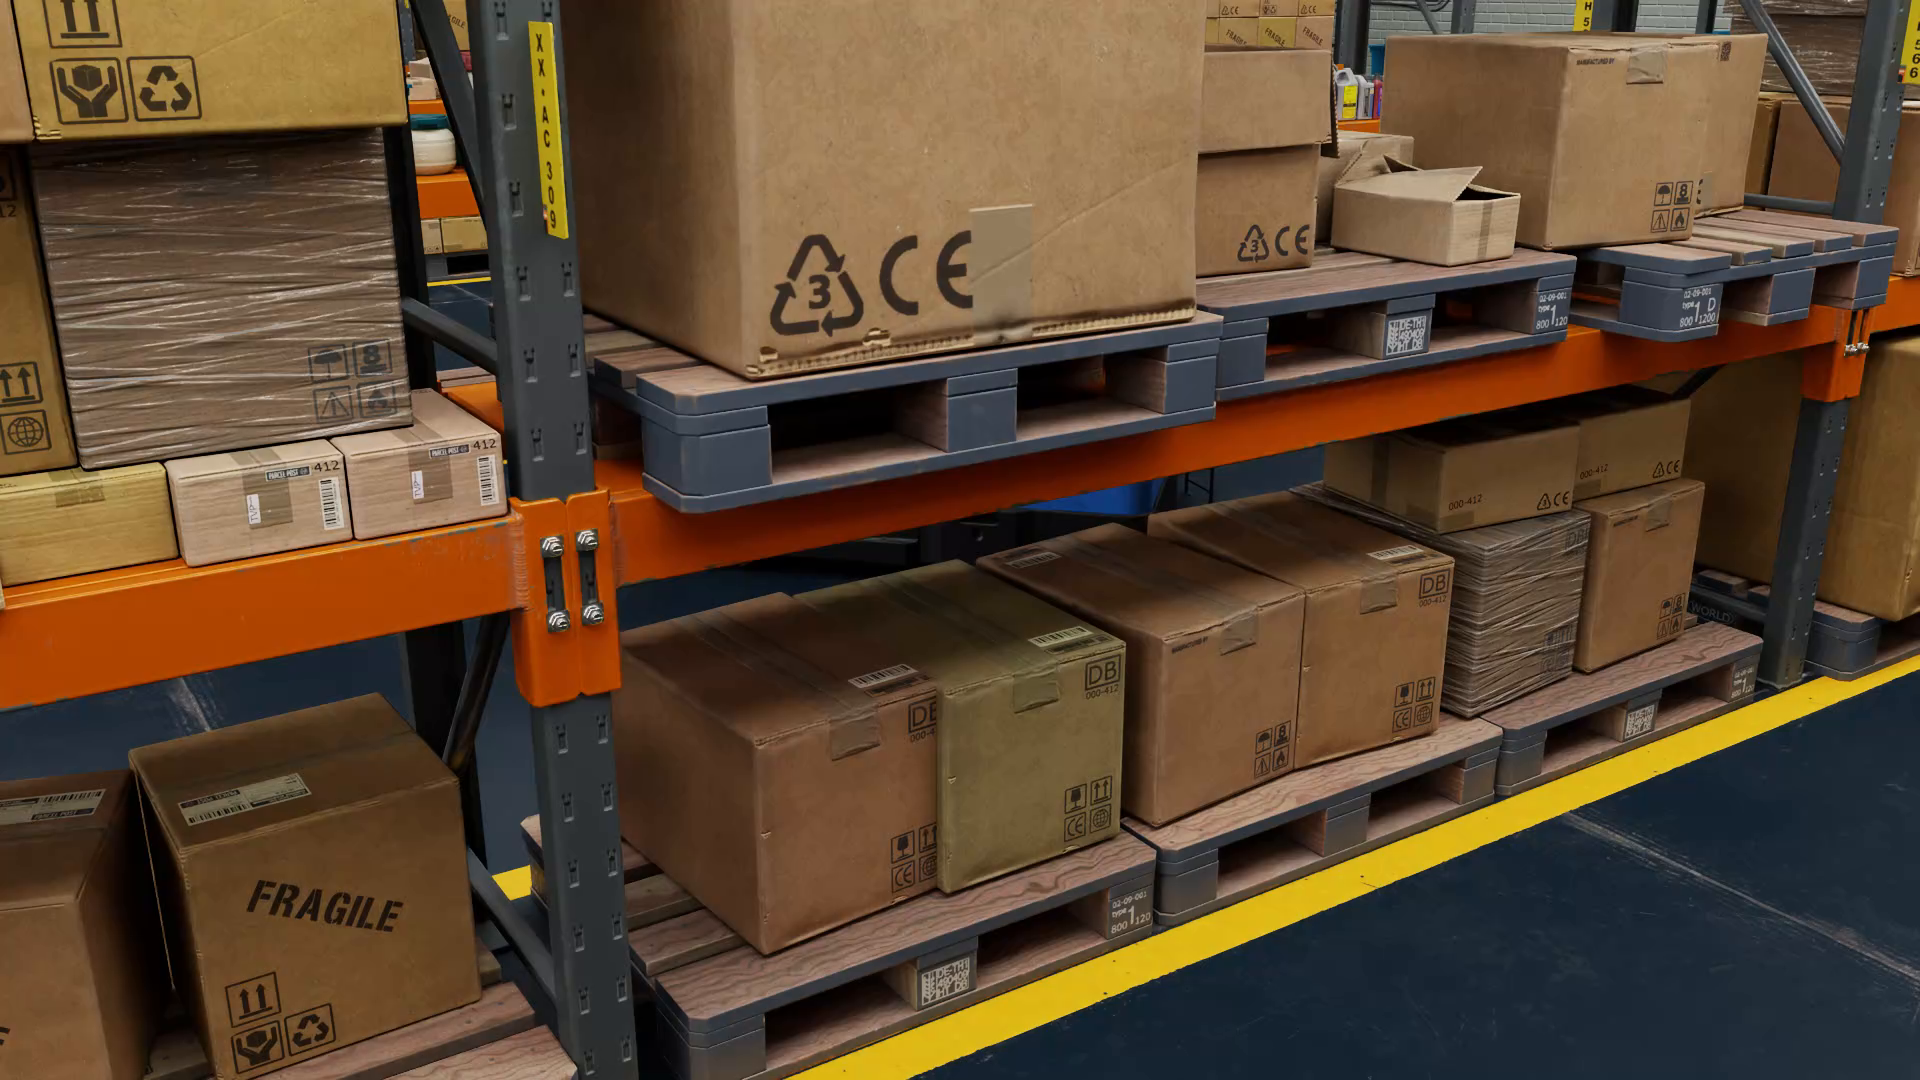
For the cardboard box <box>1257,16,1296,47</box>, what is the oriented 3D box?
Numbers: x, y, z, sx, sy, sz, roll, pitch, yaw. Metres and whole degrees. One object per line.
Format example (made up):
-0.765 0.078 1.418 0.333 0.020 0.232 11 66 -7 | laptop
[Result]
2.971 -4.941 16.522 0.500 0.500 0.500 -12 22 -31 | cardboard box

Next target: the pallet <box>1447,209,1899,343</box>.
1.854 -0.834 4.827 1.003 0.211 1.213 -12 22 -31 | pallet

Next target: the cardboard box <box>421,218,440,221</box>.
-4.210 -2.551 12.370 0.500 0.311 0.500 -12 22 -32 | cardboard box

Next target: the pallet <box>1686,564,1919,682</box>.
3.090 0.124 6.049 1.213 0.211 1.003 -12 22 -31 | pallet

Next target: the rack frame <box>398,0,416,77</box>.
-5.782 -5.053 17.009 0.127 3.000 1.000 -12 22 -31 | rack frame

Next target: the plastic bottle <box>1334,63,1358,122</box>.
2.419 -2.835 10.524 0.185 0.351 0.144 -12 22 -31 | plastic bottle

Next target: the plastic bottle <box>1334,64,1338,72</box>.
2.501 -3.102 11.314 0.185 0.351 0.144 -12 22 -31 | plastic bottle

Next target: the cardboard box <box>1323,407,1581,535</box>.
1.410 -0.236 4.804 0.500 0.250 0.500 -9 21 -25 | cardboard box

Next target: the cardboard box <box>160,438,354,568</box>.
-1.182 -0.097 2.740 0.250 0.149 0.380 -12 22 -31 | cardboard box

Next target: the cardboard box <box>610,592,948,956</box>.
-0.426 0.499 3.800 0.500 0.500 0.700 -14 23 -36 | cardboard box

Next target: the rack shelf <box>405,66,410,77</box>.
-7.453 -4.360 16.082 4.000 0.370 1.077 -12 22 -31 | rack shelf

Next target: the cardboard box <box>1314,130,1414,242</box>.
0.864 -0.973 4.517 0.500 0.250 0.500 -13 22 -33 | cardboard box

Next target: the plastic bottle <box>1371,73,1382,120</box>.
2.688 -2.844 10.655 0.133 0.283 0.061 -12 22 -31 | plastic bottle

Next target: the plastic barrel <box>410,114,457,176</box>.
-2.485 -1.825 7.677 0.301 0.262 0.301 0 19 0 | plastic barrel

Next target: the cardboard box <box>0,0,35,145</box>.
-1.592 -0.795 2.230 0.500 0.500 0.500 -12 22 -31 | cardboard box

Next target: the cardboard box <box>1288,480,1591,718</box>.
1.386 0.122 4.917 0.500 0.500 0.700 -14 23 -36 | cardboard box

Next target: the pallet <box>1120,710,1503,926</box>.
0.719 0.593 4.660 1.213 0.211 1.003 -12 22 -31 | pallet

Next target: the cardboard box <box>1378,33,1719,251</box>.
1.550 -1.094 4.485 0.500 0.500 0.700 -8 20 -23 | cardboard box

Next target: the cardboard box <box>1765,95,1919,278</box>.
2.946 -1.139 5.274 0.500 0.500 0.500 -11 22 -30 | cardboard box

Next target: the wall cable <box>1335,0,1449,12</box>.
5.819 -8.734 23.377 0.112 2.526 3.097 -12 22 -31 | wall cable

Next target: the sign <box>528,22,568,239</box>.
-0.646 -0.640 2.604 0.005 0.325 0.100 -12 22 -31 | sign

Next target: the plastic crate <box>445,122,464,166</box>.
-2.375 -1.981 8.251 0.662 0.188 0.450 -12 22 -31 | plastic crate

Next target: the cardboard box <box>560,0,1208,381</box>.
-0.210 -0.960 3.307 1.000 1.000 1.000 -12 22 -31 | cardboard box

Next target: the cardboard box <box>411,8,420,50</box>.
-5.533 -5.405 17.396 0.500 0.500 0.500 -12 22 -31 | cardboard box

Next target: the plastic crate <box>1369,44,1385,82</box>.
3.209 -3.302 11.760 0.575 0.384 0.392 -12 22 -31 | plastic crate

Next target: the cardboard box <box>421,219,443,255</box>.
-4.210 -2.288 12.466 0.500 0.250 0.500 -11 22 -30 | cardboard box

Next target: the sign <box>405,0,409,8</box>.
-5.476 -5.421 16.411 0.005 0.325 0.100 -12 22 -31 | sign

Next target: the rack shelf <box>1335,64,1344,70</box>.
1.956 -4.445 16.333 4.000 0.370 1.077 -12 22 -31 | rack shelf

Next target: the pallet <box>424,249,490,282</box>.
-3.764 -2.273 13.140 1.213 0.211 1.003 -12 22 -31 | pallet

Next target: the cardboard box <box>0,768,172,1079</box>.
-1.781 0.774 3.019 0.500 0.500 0.500 -5 19 -14 | cardboard box

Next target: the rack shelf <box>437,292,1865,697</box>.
0.720 -0.385 4.325 4.000 0.370 1.077 -12 22 -31 | rack shelf

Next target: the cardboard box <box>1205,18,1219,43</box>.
2.130 -4.766 16.004 0.500 0.500 0.500 -12 22 -32 | cardboard box

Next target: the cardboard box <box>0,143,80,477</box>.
-1.797 -0.421 2.686 0.500 0.500 0.875 -12 22 -31 | cardboard box

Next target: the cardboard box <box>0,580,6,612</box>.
-1.572 0.005 2.439 0.250 0.149 0.380 -12 22 -31 | cardboard box

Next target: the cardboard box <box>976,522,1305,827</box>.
0.450 0.322 4.326 0.500 0.500 0.700 -14 23 -36 | cardboard box

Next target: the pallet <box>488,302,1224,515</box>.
-0.232 -0.379 3.481 1.213 0.211 1.003 -12 22 -31 | pallet

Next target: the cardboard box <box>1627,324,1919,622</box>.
2.978 -0.387 5.868 0.875 0.875 1.225 -13 23 -34 | cardboard box

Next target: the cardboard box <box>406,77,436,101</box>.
-4.089 -3.370 12.422 0.250 0.149 0.380 -10 21 -27 | cardboard box

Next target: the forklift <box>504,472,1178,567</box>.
-0.667 -1.442 6.434 3.031 2.935 1.130 4 19 12 | forklift

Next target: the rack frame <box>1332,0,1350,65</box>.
3.627 -5.138 17.259 0.127 3.000 1.000 -12 22 -31 | rack frame

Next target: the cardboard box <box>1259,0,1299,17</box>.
2.985 -5.418 16.370 0.500 0.500 0.500 -11 22 -30 | cardboard box

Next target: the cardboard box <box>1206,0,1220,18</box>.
2.125 -5.235 15.828 0.500 0.500 0.500 -11 22 -30 | cardboard box

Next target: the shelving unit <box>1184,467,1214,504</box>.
0.946 -0.591 7.088 0.210 0.900 0.258 -7 20 -20 | shelving unit

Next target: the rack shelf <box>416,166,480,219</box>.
-2.004 -1.710 8.243 4.000 0.370 1.077 -12 22 -31 | rack shelf

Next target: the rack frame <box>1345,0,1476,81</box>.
3.007 -3.108 11.254 0.127 3.000 1.000 -12 22 -31 | rack frame
